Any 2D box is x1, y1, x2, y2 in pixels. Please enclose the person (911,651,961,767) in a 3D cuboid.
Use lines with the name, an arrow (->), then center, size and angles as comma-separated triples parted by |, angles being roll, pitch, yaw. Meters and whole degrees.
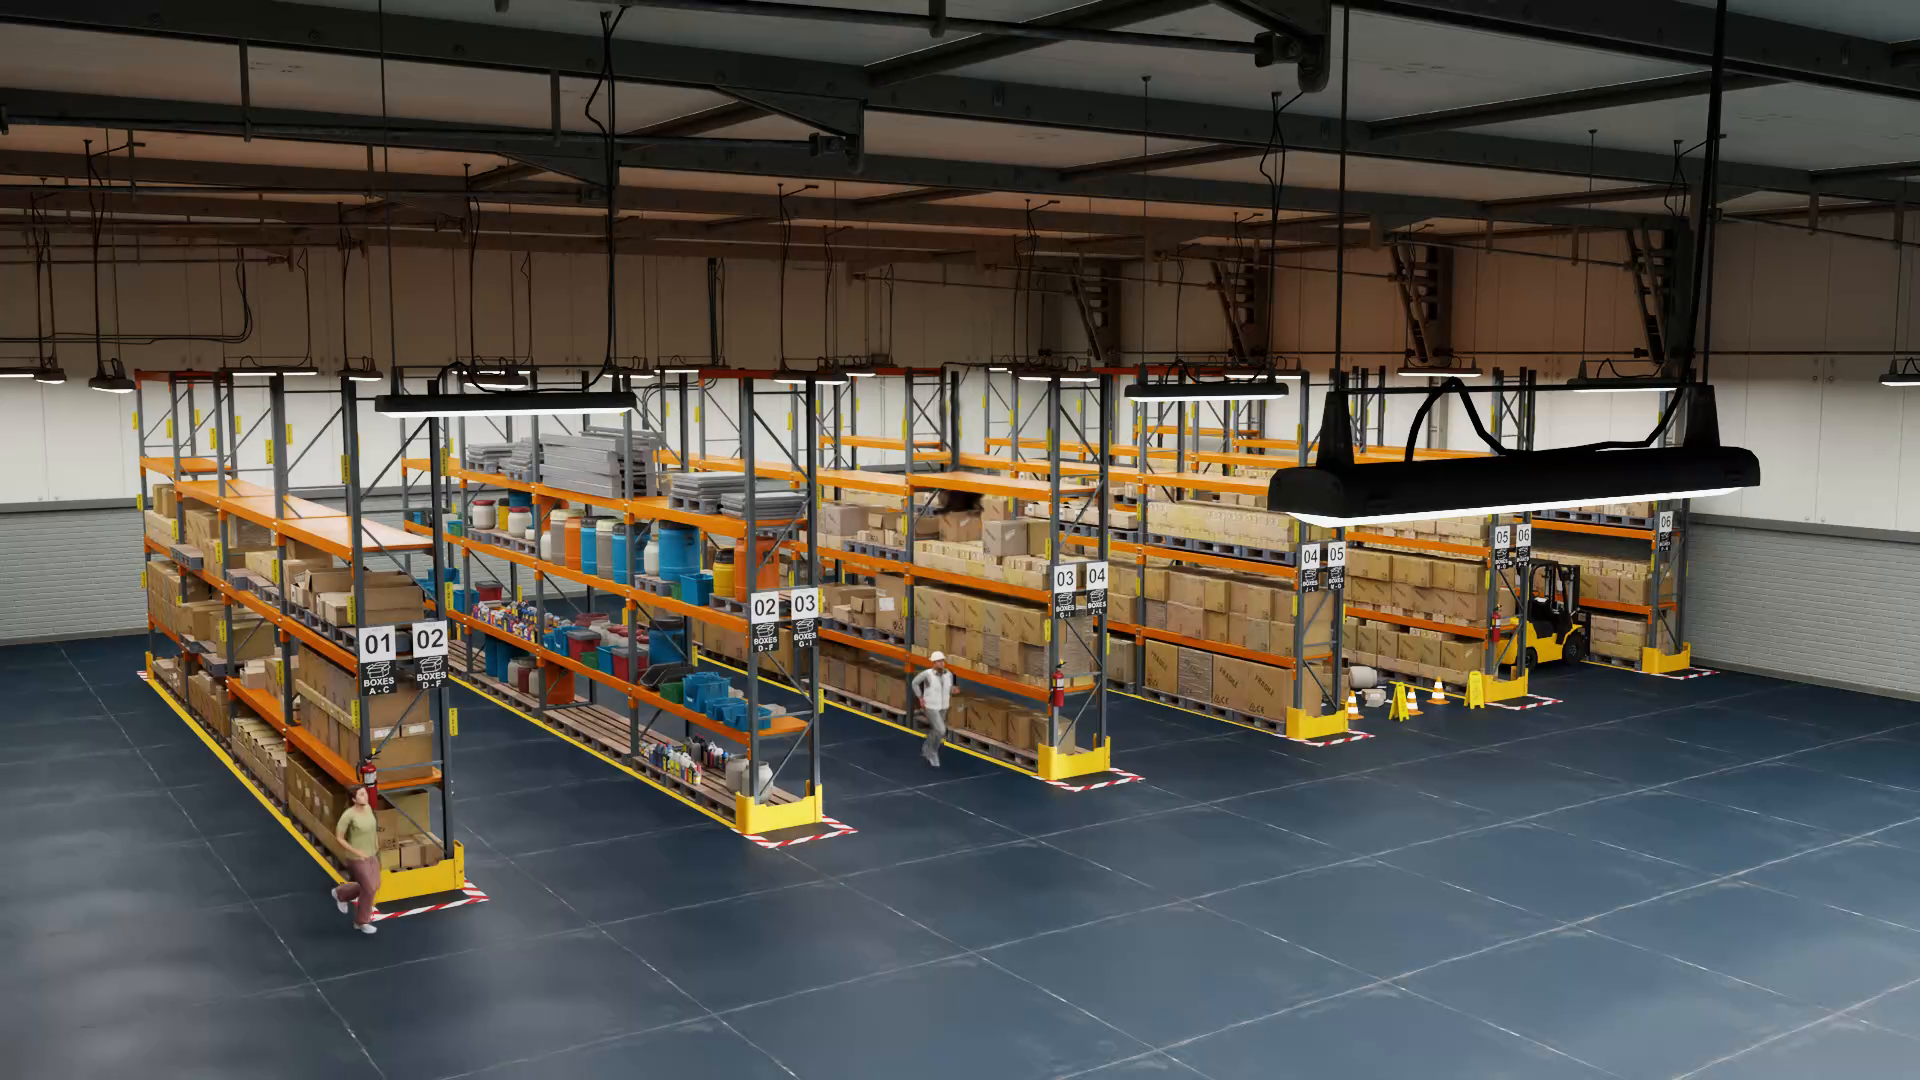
person -> -0.353, 2.594, 25.527 | 0.658, 1.809, 0.801 | -5, 8, -38

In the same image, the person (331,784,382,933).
person -> -6.657, 3.473, 18.274 | 0.619, 1.649, 0.602 | 2, 7, 19

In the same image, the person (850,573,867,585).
person -> -2.555, 0.676, 42.803 | 0.664, 1.685, 0.598 | 6, 9, 43
